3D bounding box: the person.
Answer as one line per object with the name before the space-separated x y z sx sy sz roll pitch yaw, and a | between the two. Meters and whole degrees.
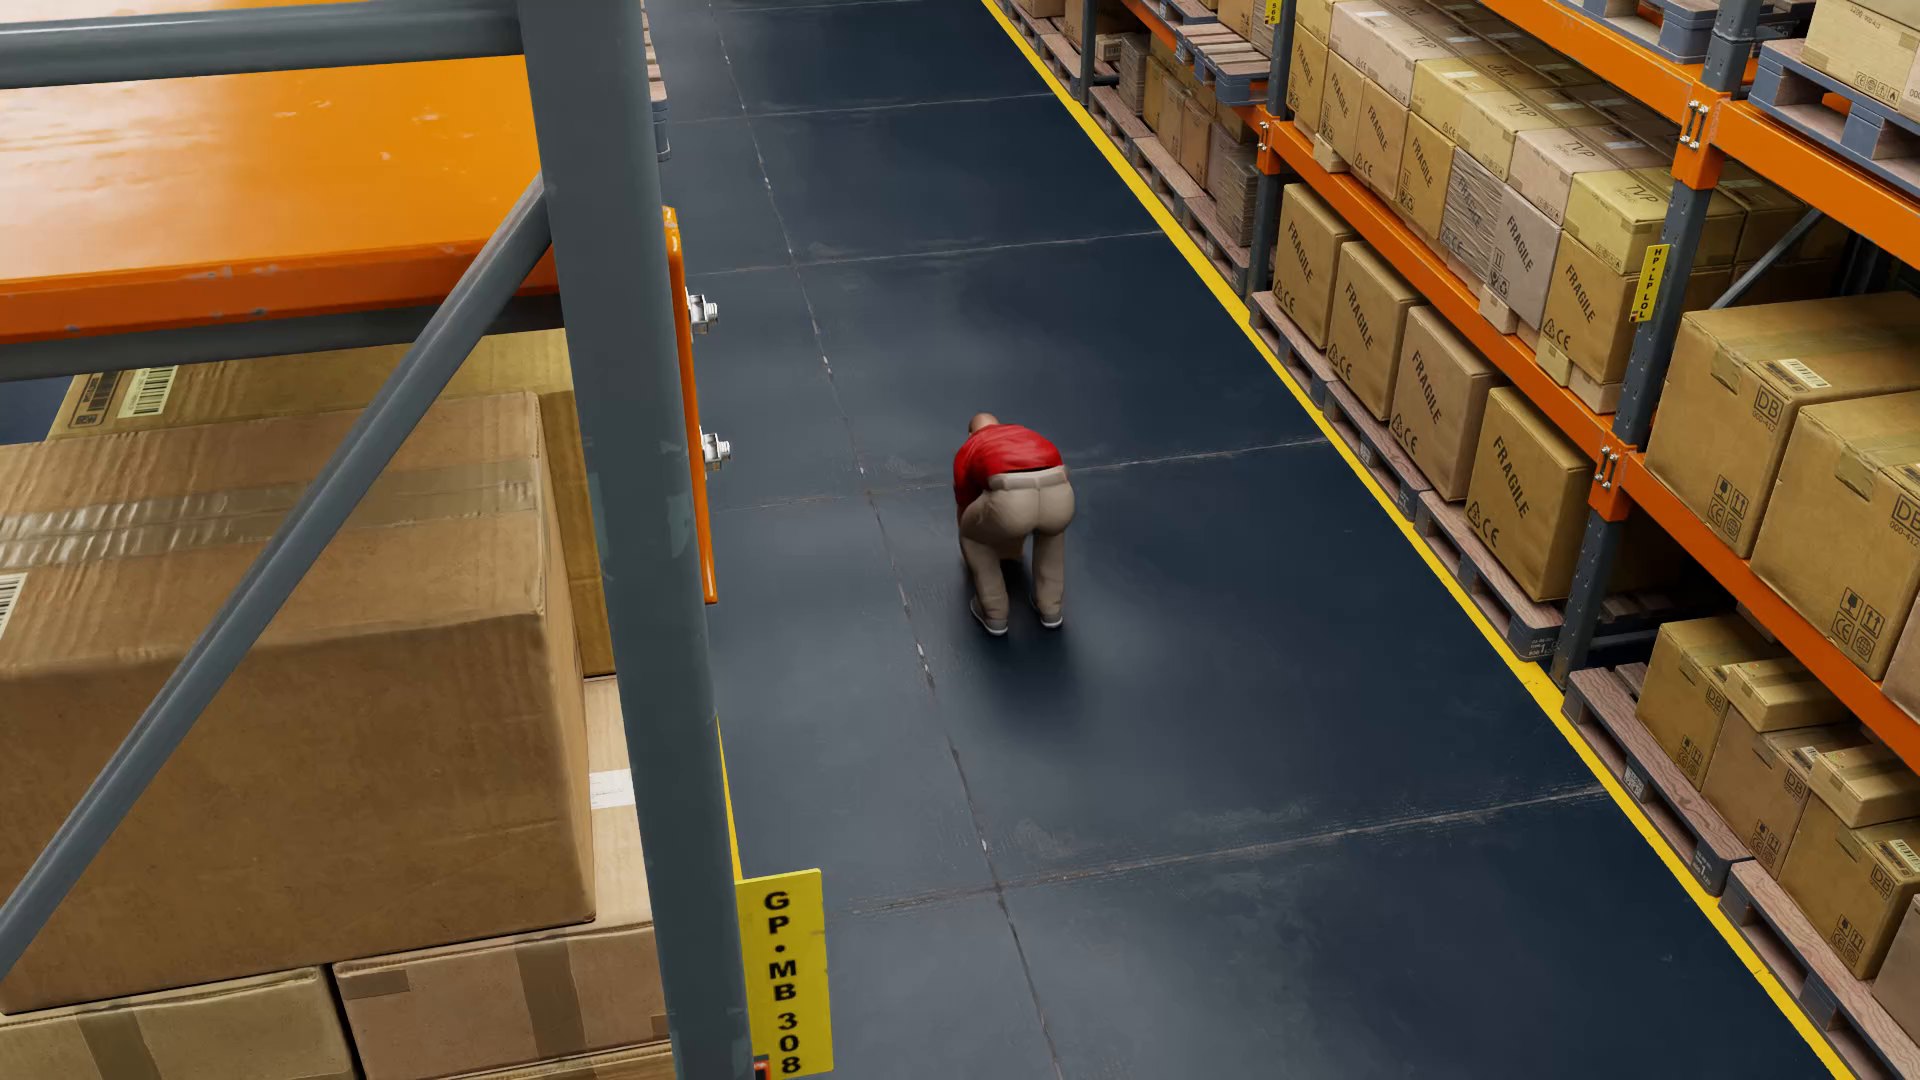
person | 0.234 -0.127 8.029 0.532 0.962 0.957 -9 35 -13
